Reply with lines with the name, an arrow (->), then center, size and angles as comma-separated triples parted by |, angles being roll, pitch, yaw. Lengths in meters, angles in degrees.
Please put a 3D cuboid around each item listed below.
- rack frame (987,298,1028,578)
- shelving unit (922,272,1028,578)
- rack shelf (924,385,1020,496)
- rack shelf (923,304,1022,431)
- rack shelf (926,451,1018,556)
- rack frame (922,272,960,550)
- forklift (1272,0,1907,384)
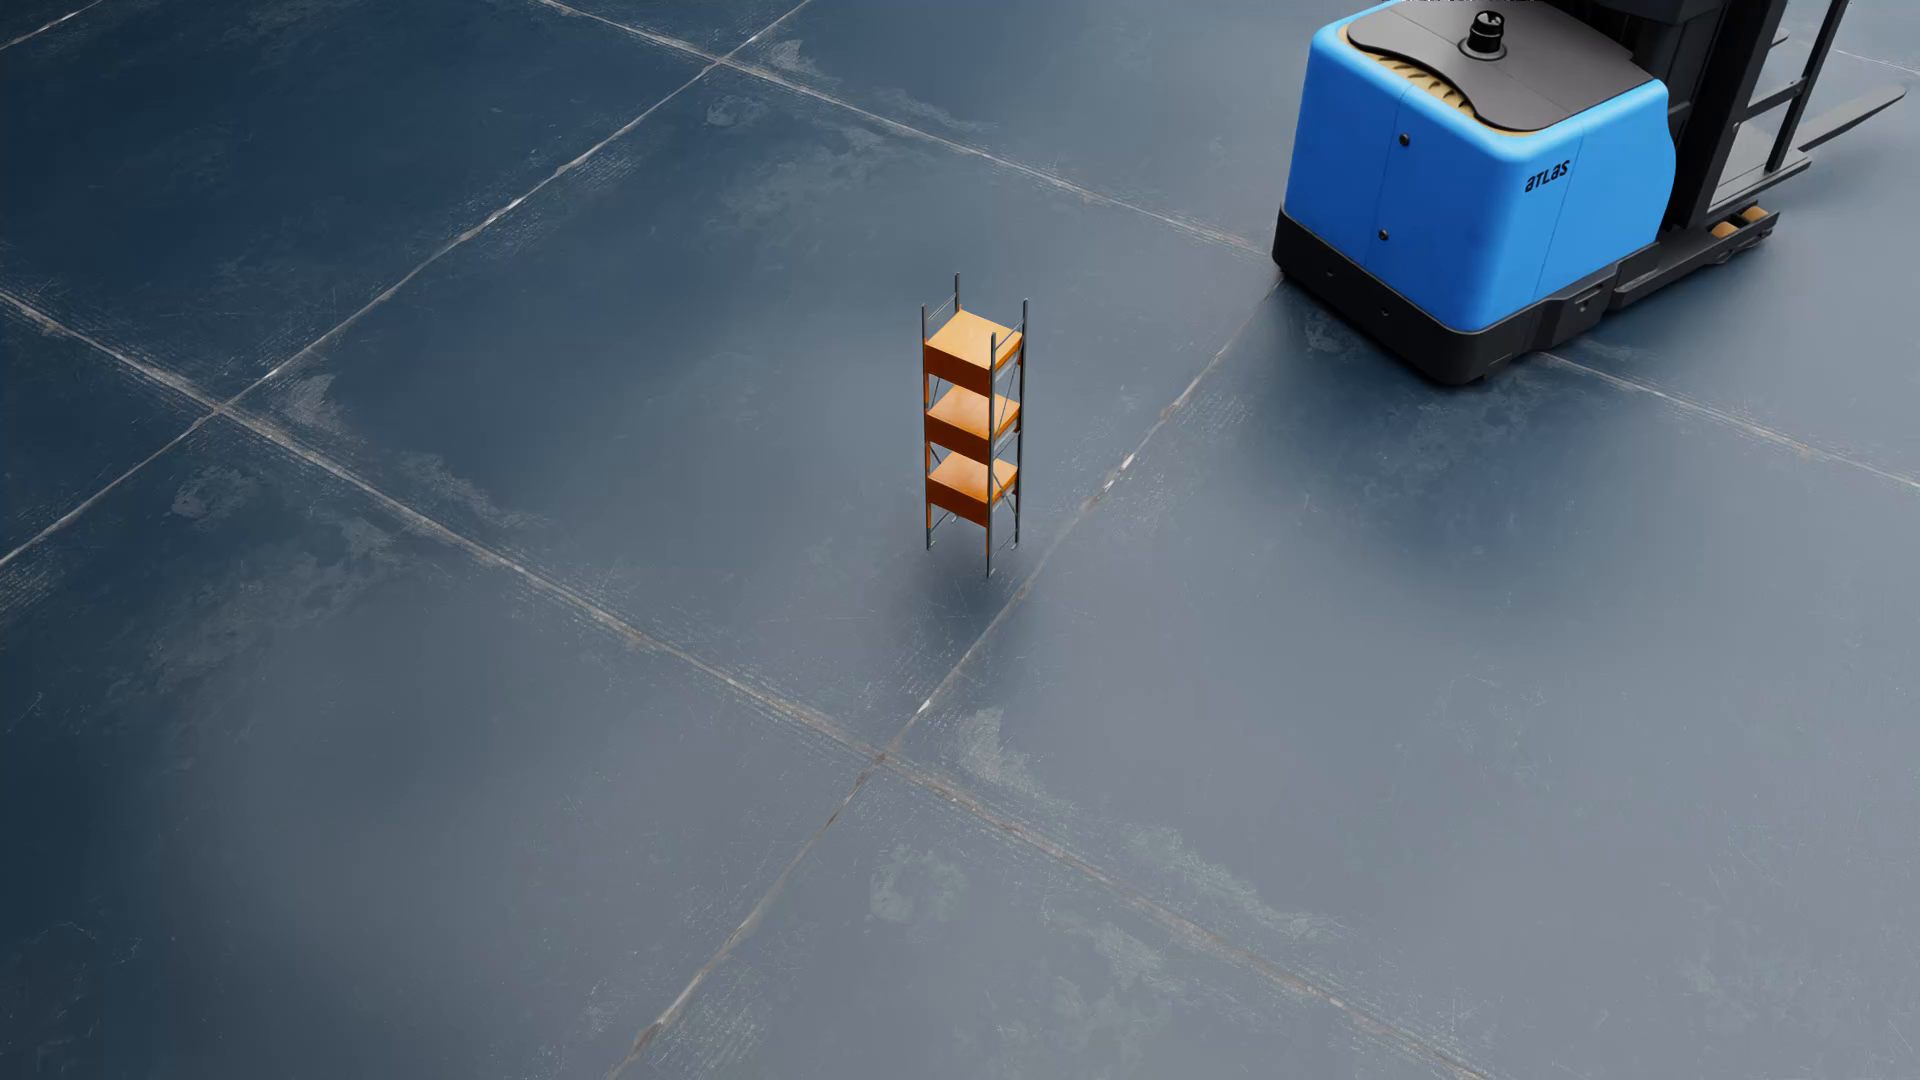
rack frame -> 0.148, -0.298, 5.307 | 0.008, 1.050, 0.200 | 25, 51, 22
shelving unit -> 0.045, -0.345, 5.353 | 0.252, 1.050, 0.215 | 25, 51, 22
rack shelf -> 0.045, -0.338, 5.361 | 0.240, 0.259, 0.215 | 25, 51, 22
rack shelf -> 0.045, -0.536, 5.157 | 0.240, 0.259, 0.215 | 25, 51, 22
rack shelf -> 0.045, -0.144, 5.560 | 0.240, 0.259, 0.215 | 25, 51, 22
rack frame -> -0.058, -0.392, 5.399 | 0.008, 1.050, 0.200 | 25, 51, 22
forklift -> 2.774, -2.449, 6.086 | 3.031, 2.935, 1.130 | -26, 51, -23
